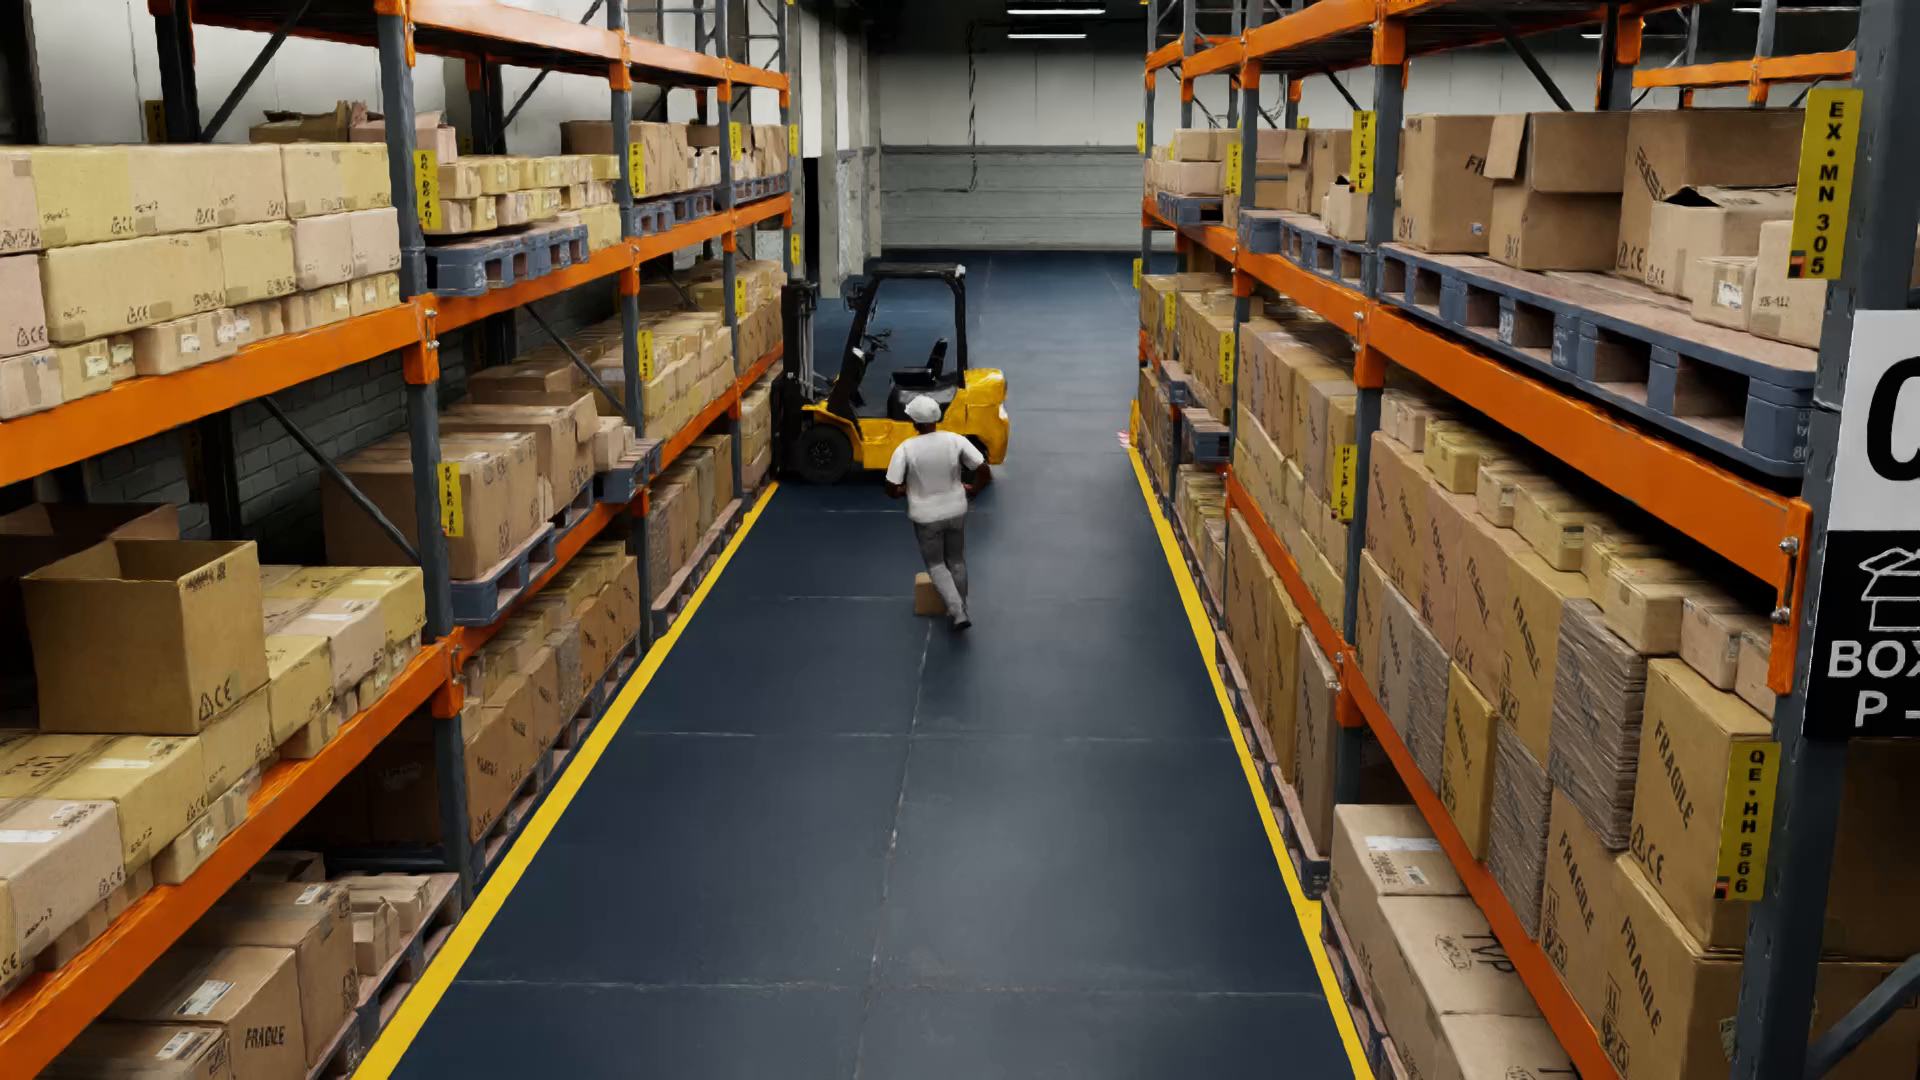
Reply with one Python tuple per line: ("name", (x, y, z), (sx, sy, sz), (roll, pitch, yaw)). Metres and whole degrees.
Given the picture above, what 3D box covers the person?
("person", (-0.202, -0.190, 11.723), (0.720, 1.721, 0.767), (-4, 14, -16))
